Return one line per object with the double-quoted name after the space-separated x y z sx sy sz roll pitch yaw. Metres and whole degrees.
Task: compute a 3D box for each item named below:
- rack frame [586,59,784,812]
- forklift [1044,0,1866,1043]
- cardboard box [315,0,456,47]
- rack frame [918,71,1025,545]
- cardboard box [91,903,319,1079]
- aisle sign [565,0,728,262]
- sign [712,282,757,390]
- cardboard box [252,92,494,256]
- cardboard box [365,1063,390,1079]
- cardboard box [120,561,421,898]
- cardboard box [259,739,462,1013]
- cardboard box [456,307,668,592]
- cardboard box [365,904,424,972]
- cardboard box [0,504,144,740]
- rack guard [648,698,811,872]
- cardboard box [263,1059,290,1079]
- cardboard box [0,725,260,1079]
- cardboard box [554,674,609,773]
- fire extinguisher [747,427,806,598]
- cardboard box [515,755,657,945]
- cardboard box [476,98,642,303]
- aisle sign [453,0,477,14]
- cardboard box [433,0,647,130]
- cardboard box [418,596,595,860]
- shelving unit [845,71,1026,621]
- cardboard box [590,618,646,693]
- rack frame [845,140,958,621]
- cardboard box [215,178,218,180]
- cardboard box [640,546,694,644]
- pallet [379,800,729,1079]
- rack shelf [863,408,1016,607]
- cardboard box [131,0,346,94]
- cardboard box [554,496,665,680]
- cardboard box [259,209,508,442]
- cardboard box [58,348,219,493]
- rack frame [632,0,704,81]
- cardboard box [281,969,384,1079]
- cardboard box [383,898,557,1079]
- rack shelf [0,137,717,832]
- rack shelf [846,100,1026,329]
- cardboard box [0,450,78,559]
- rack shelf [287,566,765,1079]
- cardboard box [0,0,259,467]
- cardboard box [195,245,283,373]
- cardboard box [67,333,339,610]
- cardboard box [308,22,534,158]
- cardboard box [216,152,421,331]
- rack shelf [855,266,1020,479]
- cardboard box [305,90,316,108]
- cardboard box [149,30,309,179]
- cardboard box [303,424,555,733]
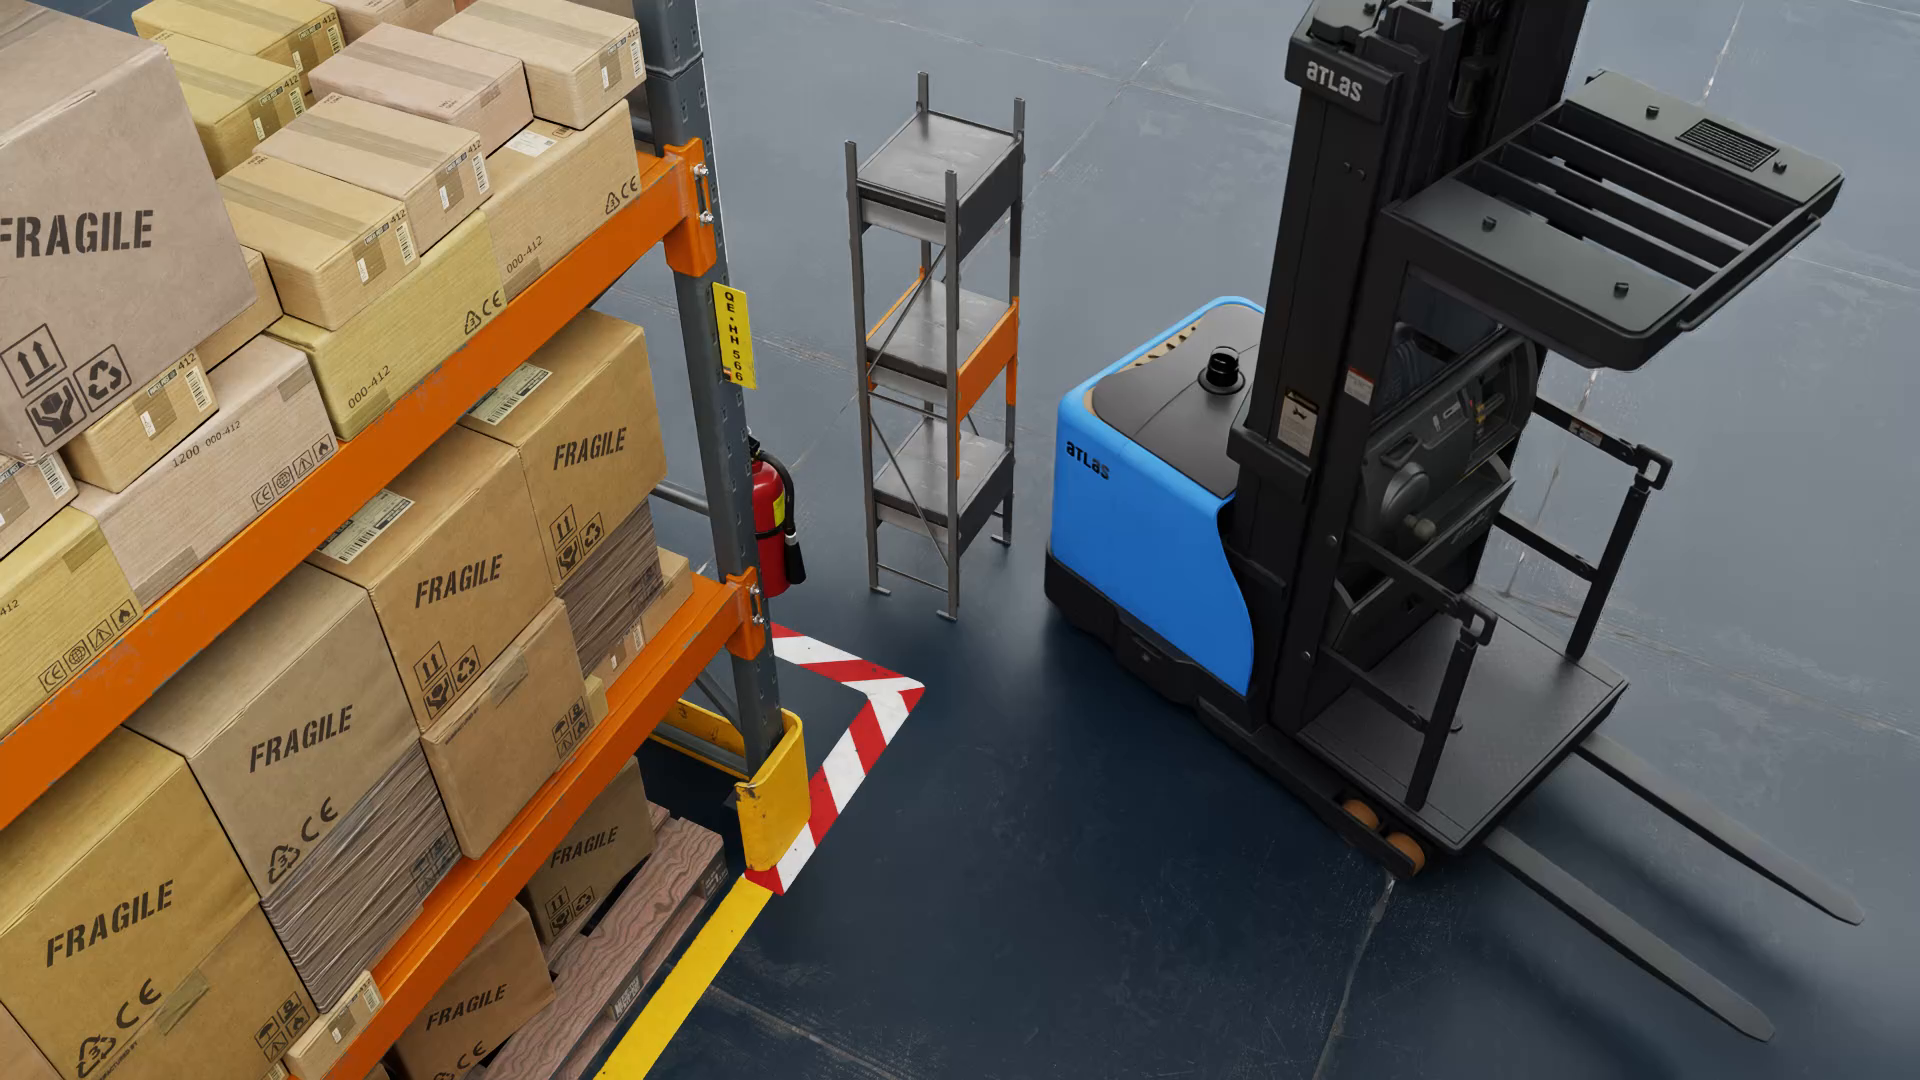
-1.080 -0.216 5.134 1.000 3.000 0.127 20 49 19 "rack frame"
1.715 -0.256 5.222 1.130 2.935 3.031 -34 54 -29 "forklift"
-1.413 -1.261 3.883 0.380 0.149 0.250 20 49 19 "cardboard box"
0.036 -0.788 6.332 0.400 2.100 0.015 20 49 19 "rack frame"
-1.998 0.948 3.704 0.875 0.500 0.500 20 49 19 "cardboard box"
-0.786 -1.070 4.151 0.394 0.787 0.004 20 49 19 "aisle sign"
-0.598 -0.538 4.417 0.100 0.325 0.005 20 49 19 "sign"
-1.187 -0.746 3.374 0.380 0.149 0.250 18 48 17 "cardboard box"
-1.939 1.679 4.724 0.500 0.500 0.500 25 50 23 "cardboard box"
-1.578 0.352 3.591 0.500 0.500 0.500 20 49 19 "cardboard box"
-1.756 0.637 4.012 0.875 0.500 0.500 20 49 19 "cardboard box"
-1.116 -0.279 4.214 0.500 0.500 0.500 20 49 19 "cardboard box"
-1.595 0.913 4.195 0.380 0.149 0.250 20 49 19 "cardboard box"
-1.782 0.124 2.795 0.500 0.250 0.500 20 49 18 "cardboard box"
-1.115 0.711 5.976 1.175 0.500 0.348 20 49 19 "rack guard"
-1.810 1.234 3.878 0.380 0.149 0.250 20 49 19 "cardboard box"
-1.817 0.664 3.282 0.500 0.500 0.500 20 49 19 "cardboard box"
-1.217 0.452 4.651 0.380 0.149 0.250 20 49 19 "cardboard box"
-0.619 -0.109 5.083 0.296 0.674 0.183 20 49 19 "fire extinguisher"
-1.385 0.903 5.491 0.500 0.500 0.500 29 52 26 "cardboard box"
-1.079 -0.830 3.738 0.500 0.250 0.500 22 49 20 "cardboard box"
-1.317 -1.268 4.346 0.394 0.787 0.004 20 49 19 "aisle sign"
-0.932 -1.080 3.704 0.380 0.149 0.250 20 49 19 "cardboard box"
-1.485 0.336 4.309 0.875 0.500 0.500 20 49 19 "cardboard box"
-0.077 -0.634 6.180 0.431 2.100 0.503 20 49 19 "shelving unit"
-1.146 0.277 4.824 0.380 0.149 0.250 20 49 19 "cardboard box"
-0.190 -0.480 6.028 0.400 2.100 0.015 20 49 19 "rack frame"
-1.767 -0.673 3.582 0.500 0.250 0.500 19 48 18 "cardboard box"
-1.029 0.120 4.979 0.380 0.149 0.250 20 49 19 "cardboard box"
-1.524 1.312 5.585 1.003 0.211 1.213 20 49 19 "pallet"
-0.077 -0.132 6.688 0.431 0.518 0.480 20 49 19 "rack shelf"
-1.619 -1.129 3.753 0.380 0.149 0.250 21 49 20 "cardboard box"
-1.360 -0.018 4.660 0.875 0.500 0.500 20 49 19 "cardboard box"
-1.308 -0.515 3.426 0.500 0.250 0.500 21 49 19 "cardboard box"
-1.543 -0.263 2.897 0.380 0.149 0.250 18 48 17 "cardboard box"
-1.080 -2.325 3.001 1.000 3.000 0.127 20 49 19 "rack frame"
-1.633 1.100 4.011 0.380 0.149 0.250 20 49 19 "cardboard box"
-1.632 1.291 5.107 0.500 0.500 0.500 33 54 29 "cardboard box"
-2.008 0.242 3.078 1.077 0.370 4.000 20 49 19 "rack shelf"
-0.077 -1.116 5.692 0.431 0.518 0.480 20 49 19 "rack shelf"
-1.711 -0.105 2.741 0.380 0.149 0.250 18 48 17 "cardboard box"
-2.008 1.297 4.145 1.077 0.370 4.000 20 49 19 "rack shelf"
-1.575 -0.526 2.701 0.500 0.500 0.500 20 49 19 "cardboard box"
-1.508 -0.465 3.097 0.380 0.149 0.250 21 49 20 "cardboard box"
-1.553 -0.195 3.110 0.500 0.250 0.500 21 49 20 "cardboard box"
-1.157 -0.955 3.581 0.380 0.149 0.250 19 48 18 "cardboard box"
-1.283 -0.580 3.210 0.380 0.149 0.250 21 49 19 "cardboard box"
-0.077 -0.624 6.190 0.431 0.518 0.480 20 49 19 "rack shelf"
-1.533 -1.000 3.905 0.500 0.250 0.500 22 49 20 "cardboard box"
-1.627 -0.930 3.556 0.380 0.149 0.250 20 49 18 "cardboard box"
-1.343 0.038 3.901 0.500 0.500 0.500 20 49 19 "cardboard box"
